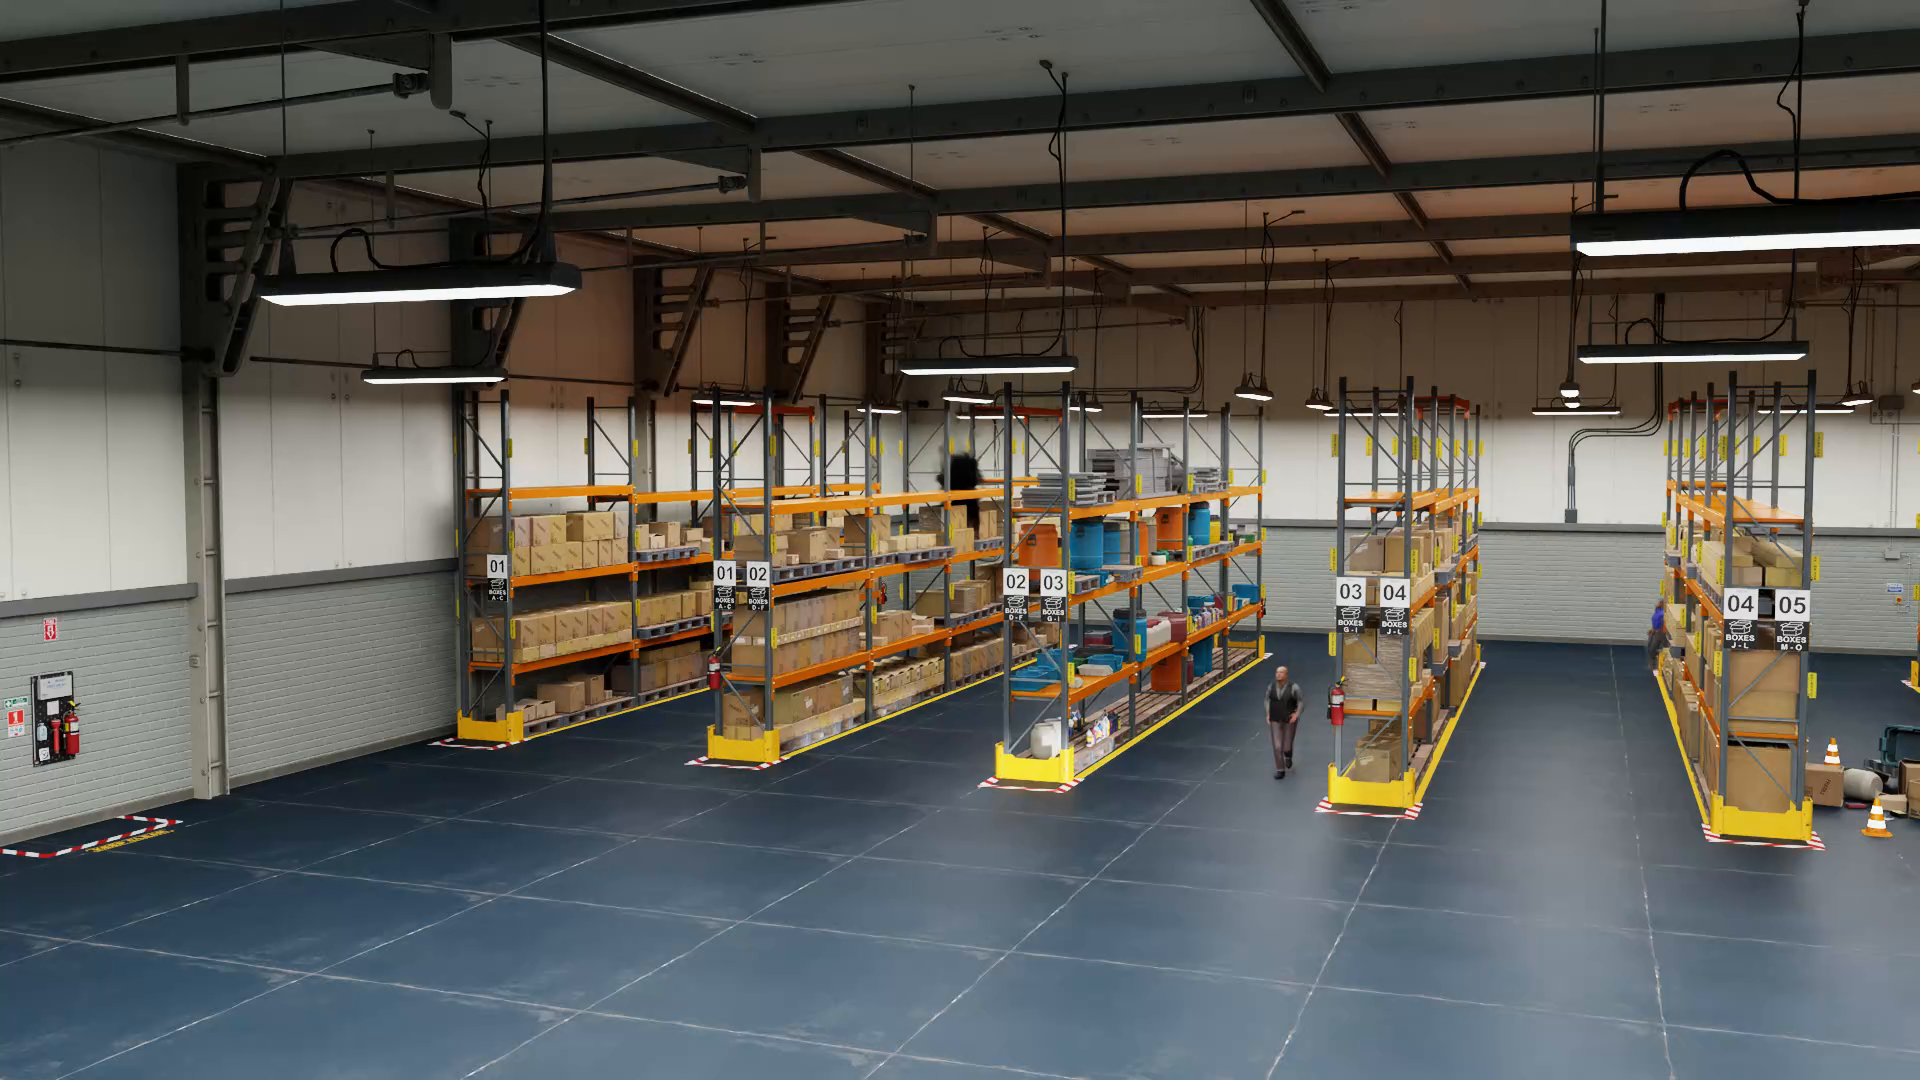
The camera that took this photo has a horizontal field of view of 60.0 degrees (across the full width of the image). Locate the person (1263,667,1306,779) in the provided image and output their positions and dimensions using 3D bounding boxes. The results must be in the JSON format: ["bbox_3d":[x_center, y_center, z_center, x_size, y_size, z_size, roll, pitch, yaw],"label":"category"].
[{"bbox_3d":[4.931,2.772,25.327,0.660,1.696,0.578,1,3,25],"label":"person"}]

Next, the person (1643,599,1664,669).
[{"bbox_3d":[15.814,2.154,37.631,0.580,1.635,0.607,0,3,1],"label":"person"}]
